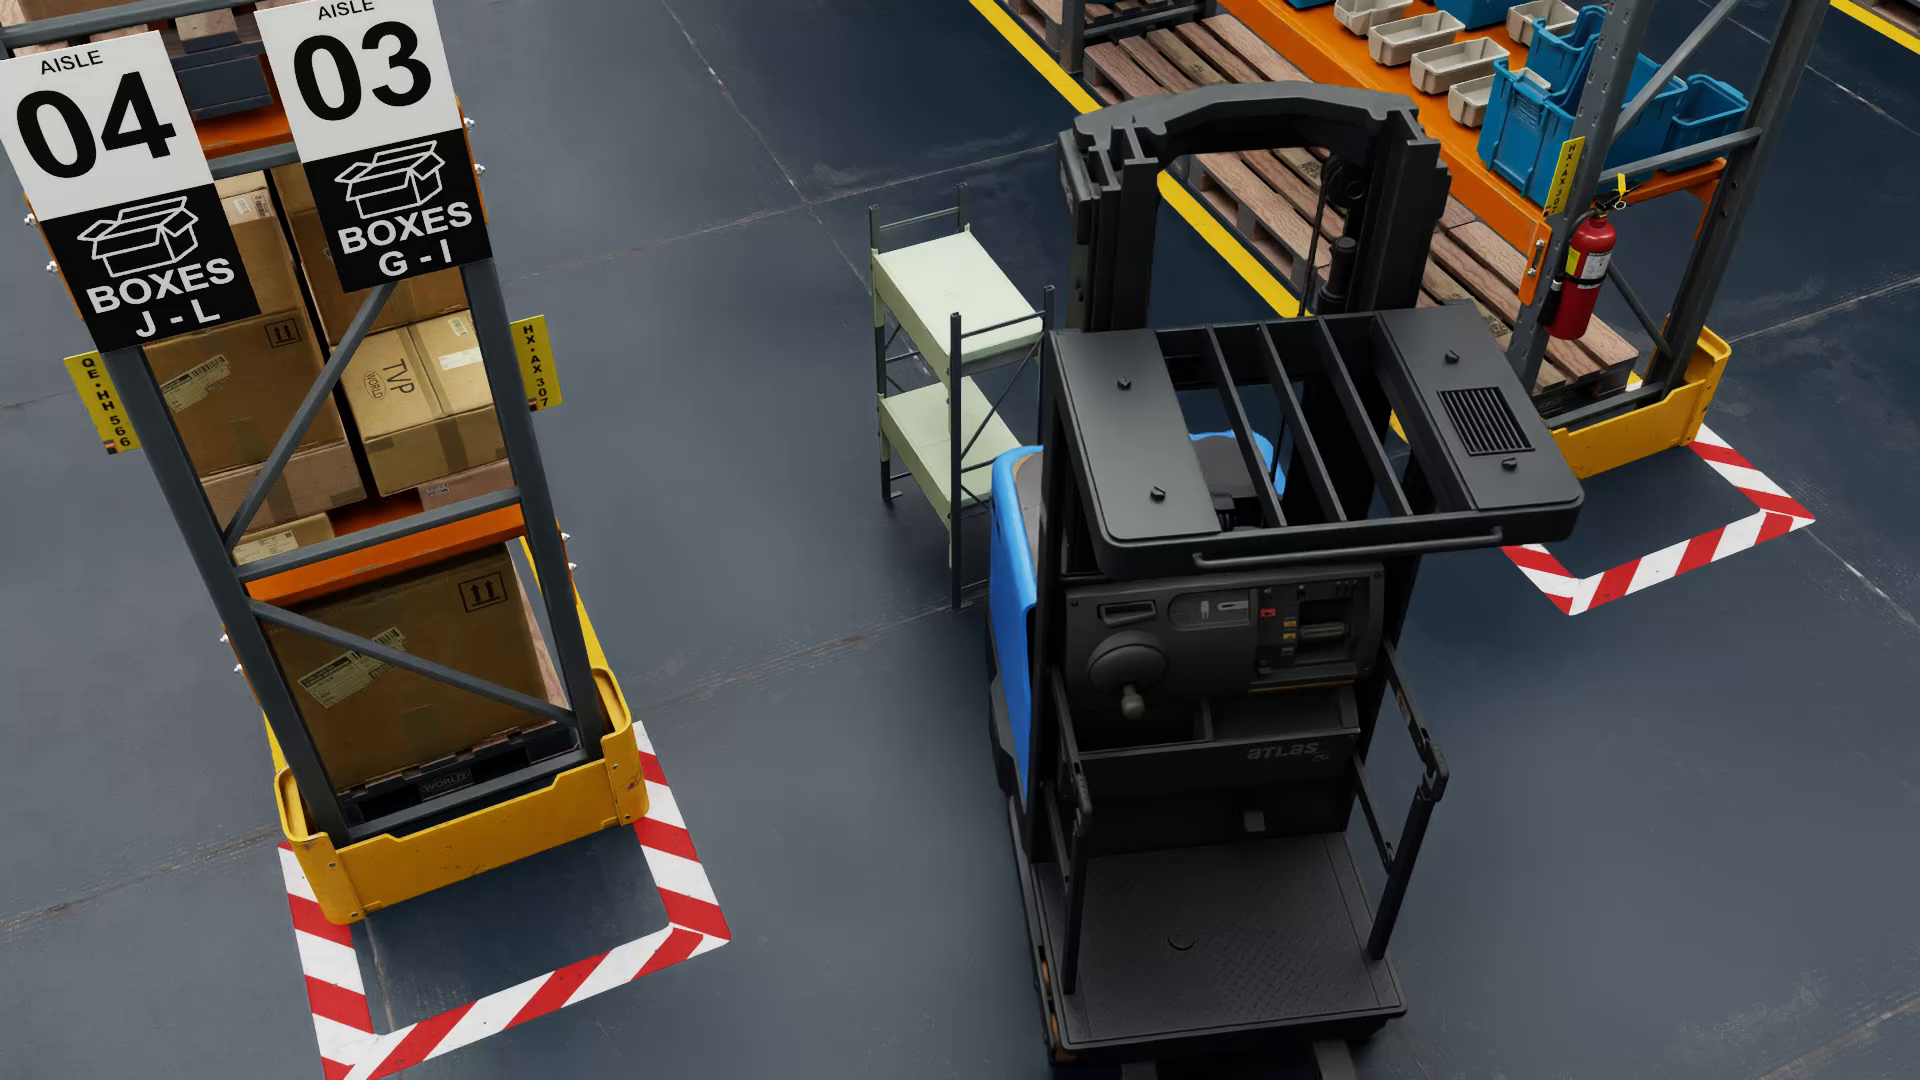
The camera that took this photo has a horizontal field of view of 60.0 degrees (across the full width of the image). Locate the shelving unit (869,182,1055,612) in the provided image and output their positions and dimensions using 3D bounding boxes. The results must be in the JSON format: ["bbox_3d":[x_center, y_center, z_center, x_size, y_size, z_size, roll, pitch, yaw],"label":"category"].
[{"bbox_3d":[-0.003,-0.538,6.596,0.431,1.500,0.755,-18,47,-17],"label":"shelving unit"}]

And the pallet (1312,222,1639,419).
[{"bbox_3d":[2.448,-1.021,8.003,1.003,0.211,1.213,-18,47,-17],"label":"pallet"}]

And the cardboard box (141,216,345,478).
[{"bbox_3d":[-2.178,-0.566,4.918,0.500,0.500,0.500,-17,47,-17],"label":"cardboard box"}]

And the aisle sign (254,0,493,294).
[{"bbox_3d":[-1.432,-0.982,4.127,0.394,0.787,0.004,-18,47,-17],"label":"aisle sign"}]

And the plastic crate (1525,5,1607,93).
[{"bbox_3d":[2.678,-2.112,7.200,0.416,0.233,0.300,-18,47,-17],"label":"plastic crate"}]

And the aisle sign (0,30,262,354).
[{"bbox_3d":[-1.976,-0.804,3.947,0.394,0.787,0.004,-18,47,-17],"label":"aisle sign"}]

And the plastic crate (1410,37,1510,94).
[{"bbox_3d":[2.144,-2.059,7.215,0.396,0.136,0.243,-18,47,-17],"label":"plastic crate"}]

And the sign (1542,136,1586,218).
[{"bbox_3d":[2.267,-1.361,6.247,0.100,0.325,0.005,-18,47,-17],"label":"sign"}]

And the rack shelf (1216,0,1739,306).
[{"bbox_3d":[1.919,-2.495,8.024,1.077,0.370,4.000,-18,47,-17],"label":"rack shelf"}]

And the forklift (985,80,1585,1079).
[{"bbox_3d":[0.793,0.380,4.647,1.130,2.935,3.031,-5,45,-5],"label":"forklift"}]

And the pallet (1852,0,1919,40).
[{"bbox_3d":[6.378,-3.276,10.289,1.003,0.211,1.213,-18,47,-17],"label":"pallet"}]

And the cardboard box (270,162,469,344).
[{"bbox_3d":[-1.901,-1.037,5.395,0.500,0.500,0.500,-19,48,-18],"label":"cardboard box"}]

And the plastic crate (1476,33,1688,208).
[{"bbox_3d":[2.449,-1.668,6.606,0.616,0.435,0.499,-18,47,-17],"label":"plastic crate"}]

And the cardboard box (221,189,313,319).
[{"bbox_3d":[-2.606,-0.944,5.835,0.500,0.250,0.500,-20,48,-19],"label":"cardboard box"}]

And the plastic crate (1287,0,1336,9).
[{"bbox_3d":[1.663,-2.671,7.767,0.416,0.233,0.300,-18,47,-17],"label":"plastic crate"}]

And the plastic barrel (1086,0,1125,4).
[{"bbox_3d":[0.864,-3.779,10.009,0.600,0.901,0.708,-18,47,-17],"label":"plastic barrel"}]

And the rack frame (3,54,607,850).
[{"bbox_3d":[-1.734,-0.013,4.997,1.000,3.000,0.127,-18,47,-17],"label":"rack frame"}]

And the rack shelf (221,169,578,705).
[{"bbox_3d":[-2.575,-1.032,6.541,1.077,0.370,4.000,-18,47,-17],"label":"rack shelf"}]

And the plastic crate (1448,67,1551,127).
[{"bbox_3d":[2.252,-1.870,7.023,0.396,0.136,0.243,-18,47,-17],"label":"plastic crate"}]

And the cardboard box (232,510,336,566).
[{"bbox_3d":[-2.183,-0.054,5.216,0.380,0.149,0.250,-17,47,-17],"label":"cardboard box"}]

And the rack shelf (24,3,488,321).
[{"bbox_3d":[-2.575,-2.100,5.488,1.077,0.370,4.000,-18,47,-17],"label":"rack shelf"}]

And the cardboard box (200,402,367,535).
[{"bbox_3d":[-2.179,-0.296,5.179,0.500,0.250,0.500,-19,48,-18],"label":"cardboard box"}]

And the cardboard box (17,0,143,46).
[{"bbox_3d":[-2.002,-1.617,4.045,0.700,0.500,0.500,-21,48,-20],"label":"cardboard box"}]

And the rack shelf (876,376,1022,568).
[{"bbox_3d":[-0.003,-0.306,6.825,0.431,0.370,0.720,-18,47,-17],"label":"rack shelf"}]

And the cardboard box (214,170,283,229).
[{"bbox_3d":[-2.829,-1.275,6.170,0.500,0.250,0.500,-18,47,-17],"label":"cardboard box"}]

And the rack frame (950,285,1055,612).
[{"bbox_3d":[0.151,-0.305,6.360,0.400,1.500,0.023,-18,47,-17],"label":"rack frame"}]

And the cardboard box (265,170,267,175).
[{"bbox_3d":[-3.029,-1.591,6.491,0.500,0.250,0.500,-17,47,-16],"label":"cardboard box"}]

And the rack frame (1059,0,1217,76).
[{"bbox_3d":[1.078,-4.025,9.063,1.000,3.000,0.127,-18,47,-17],"label":"rack frame"}]

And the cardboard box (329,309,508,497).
[{"bbox_3d":[-1.691,-0.452,5.336,0.500,0.250,0.500,-19,48,-18],"label":"cardboard box"}]

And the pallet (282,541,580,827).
[{"bbox_3d":[-2.142,0.493,6.469,1.003,0.211,1.213,-18,47,-17],"label":"pallet"}]

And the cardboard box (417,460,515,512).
[{"bbox_3d":[-1.584,-0.248,5.413,0.380,0.149,0.250,-18,47,-17],"label":"cardboard box"}]

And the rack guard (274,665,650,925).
[{"bbox_3d":[-1.724,0.892,5.859,1.175,0.500,0.348,-18,47,-17],"label":"rack guard"}]

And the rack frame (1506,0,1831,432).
[{"bbox_3d":[2.759,-1.476,6.479,1.000,3.000,0.127,-18,47,-17],"label":"rack frame"}]

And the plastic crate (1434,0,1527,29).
[{"bbox_3d":[2.401,-2.532,7.625,0.416,0.233,0.300,-18,47,-17],"label":"plastic crate"}]

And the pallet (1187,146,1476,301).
[{"bbox_3d":[1.939,-1.797,8.790,1.003,0.211,1.213,-18,47,-17],"label":"pallet"}]

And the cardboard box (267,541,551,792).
[{"bbox_3d":[-2.076,0.209,5.985,0.875,0.875,0.875,-18,47,-17],"label":"cardboard box"}]

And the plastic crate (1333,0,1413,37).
[{"bbox_3d":[1.863,-2.412,7.573,0.298,0.136,0.250,-18,47,-17],"label":"plastic crate"}]

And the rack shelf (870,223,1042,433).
[{"bbox_3d":[-0.003,-0.816,6.322,0.431,0.370,0.720,-18,47,-17],"label":"rack shelf"}]

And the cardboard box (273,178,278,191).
[{"bbox_3d":[-2.125,-1.366,5.728,0.500,0.500,0.500,-19,48,-18],"label":"cardboard box"}]

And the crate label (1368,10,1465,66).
[{"bbox_3d":[2.004,-2.229,7.387,0.396,0.136,0.243,-18,47,-17],"label":"crate label"}]

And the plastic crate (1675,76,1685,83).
[{"bbox_3d":[2.895,-1.887,7.041,0.250,0.136,0.298,-18,47,-17],"label":"plastic crate"}]

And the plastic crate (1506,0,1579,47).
[{"bbox_3d":[2.609,-2.319,7.479,0.250,0.136,0.298,-18,47,-17],"label":"plastic crate"}]

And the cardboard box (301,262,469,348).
[{"bbox_3d":[-1.916,-0.781,5.670,0.500,0.250,0.500,-19,48,-18],"label":"cardboard box"}]

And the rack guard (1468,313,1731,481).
[{"bbox_3d":[2.781,-0.575,7.346,1.175,0.500,0.348,-18,47,-17],"label":"rack guard"}]

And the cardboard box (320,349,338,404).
[{"bbox_3d":[-2.392,-0.620,5.506,0.500,0.250,0.500,-19,48,-18],"label":"cardboard box"}]

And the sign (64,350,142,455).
[{"bbox_3d":[-2.233,-0.359,4.354,0.100,0.325,0.005,-18,47,-17],"label":"sign"}]

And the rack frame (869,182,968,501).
[{"bbox_3d":[-0.157,-0.771,6.833,0.400,1.500,0.023,-18,47,-17],"label":"rack frame"}]

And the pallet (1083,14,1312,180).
[{"bbox_3d":[1.422,-2.575,9.579,1.003,0.211,1.213,-18,47,-17],"label":"pallet"}]

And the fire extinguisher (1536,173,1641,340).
[{"bbox_3d":[2.411,-1.086,6.404,0.296,0.674,0.183,-18,47,-17],"label":"fire extinguisher"}]

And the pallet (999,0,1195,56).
[{"bbox_3d":[0.791,-3.537,10.553,1.003,0.211,1.213,-18,47,-17],"label":"pallet"}]

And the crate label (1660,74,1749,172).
[{"bbox_3d":[2.954,-1.692,6.775,0.416,0.233,0.303,-18,47,-17],"label":"crate label"}]

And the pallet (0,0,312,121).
[{"bbox_3d":[-2.056,-1.519,4.450,1.003,0.211,1.213,-18,47,-17],"label":"pallet"}]

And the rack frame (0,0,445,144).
[{"bbox_3d":[-1.734,-2.149,2.890,1.000,3.000,0.127,-18,47,-17],"label":"rack frame"}]

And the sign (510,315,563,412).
[{"bbox_3d":[-1.228,-0.510,4.827,0.100,0.325,0.005,-18,47,-17],"label":"sign"}]
